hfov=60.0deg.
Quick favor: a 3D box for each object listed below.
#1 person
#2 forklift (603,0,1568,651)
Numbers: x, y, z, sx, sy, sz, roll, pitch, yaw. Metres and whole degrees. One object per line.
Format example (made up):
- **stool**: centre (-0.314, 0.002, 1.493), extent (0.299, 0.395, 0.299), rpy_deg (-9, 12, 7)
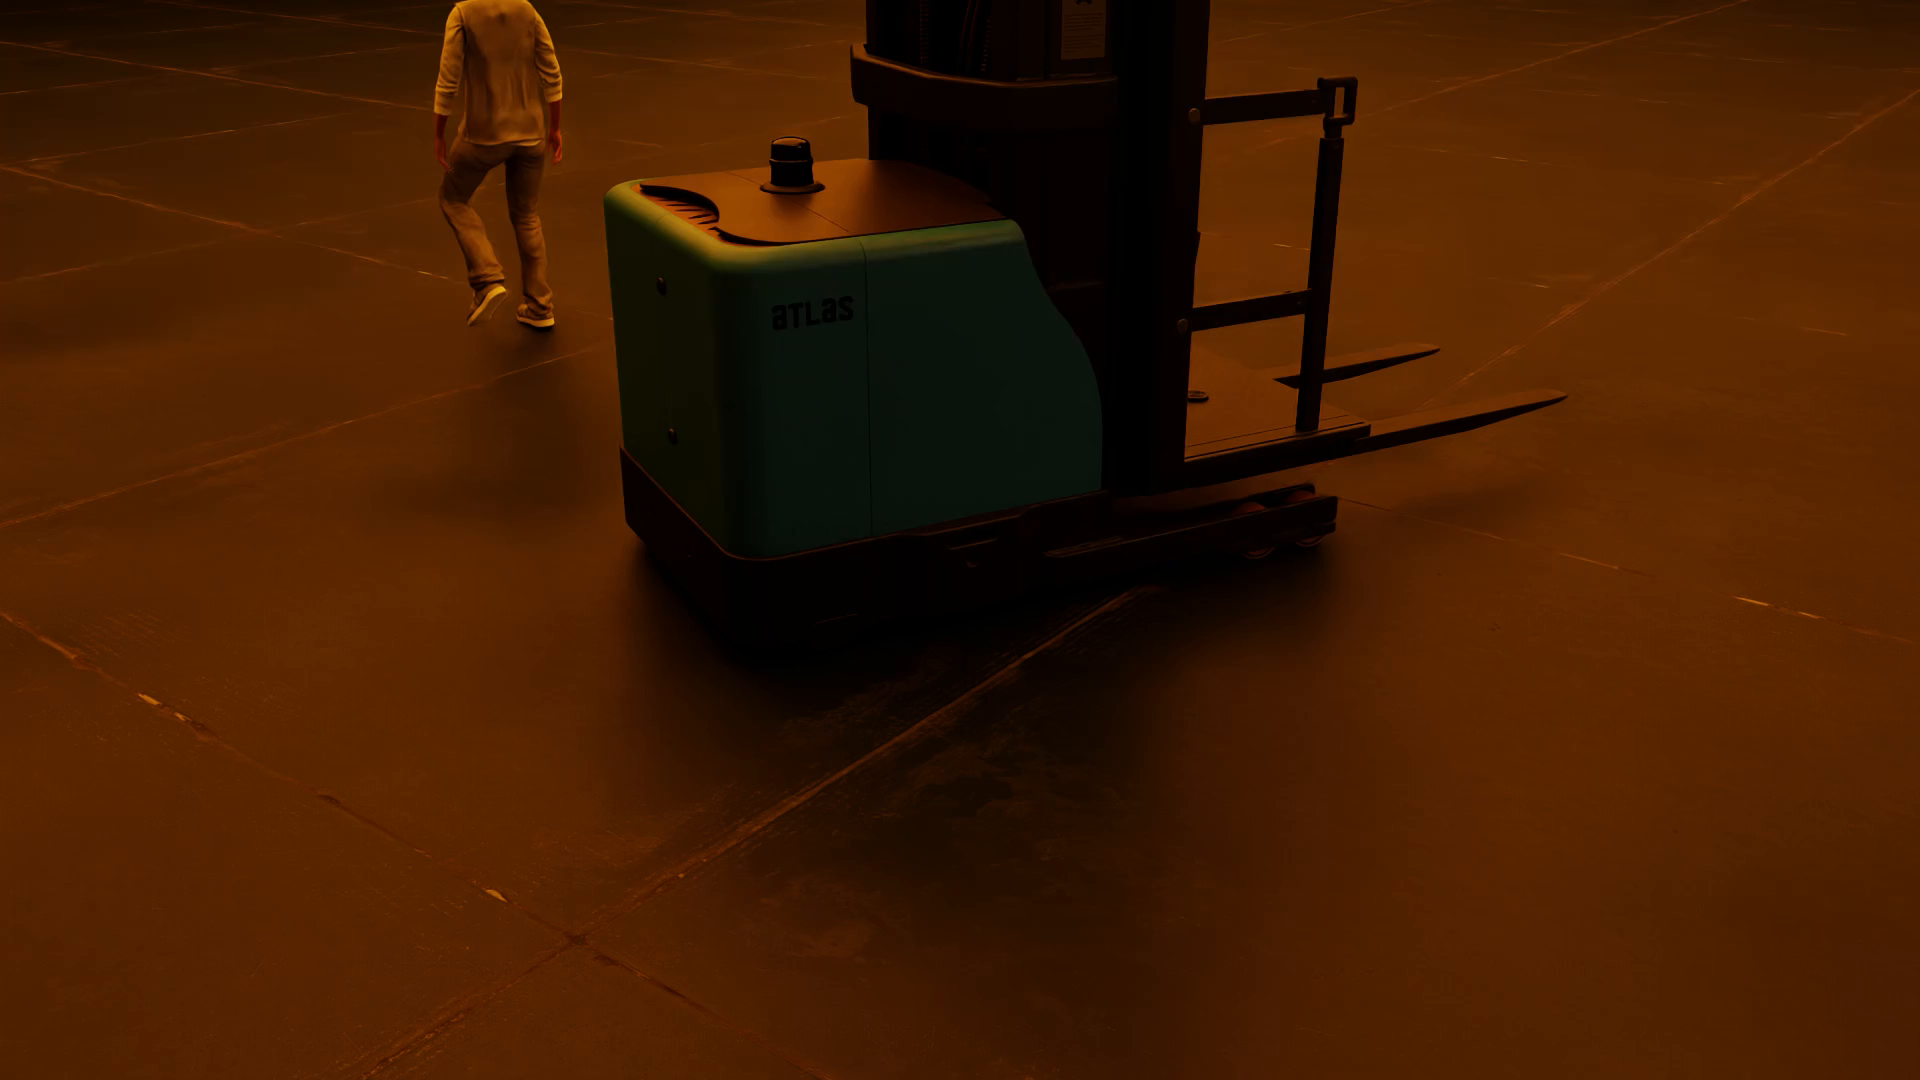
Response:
- **person**: centre (-1.916, -1.659, 6.859), extent (0.534, 1.578, 0.427), rpy_deg (-18, 29, -36)
- **forklift**: centre (0.546, -1.460, 4.697), extent (3.031, 2.935, 1.130), rpy_deg (-12, 26, -25)
